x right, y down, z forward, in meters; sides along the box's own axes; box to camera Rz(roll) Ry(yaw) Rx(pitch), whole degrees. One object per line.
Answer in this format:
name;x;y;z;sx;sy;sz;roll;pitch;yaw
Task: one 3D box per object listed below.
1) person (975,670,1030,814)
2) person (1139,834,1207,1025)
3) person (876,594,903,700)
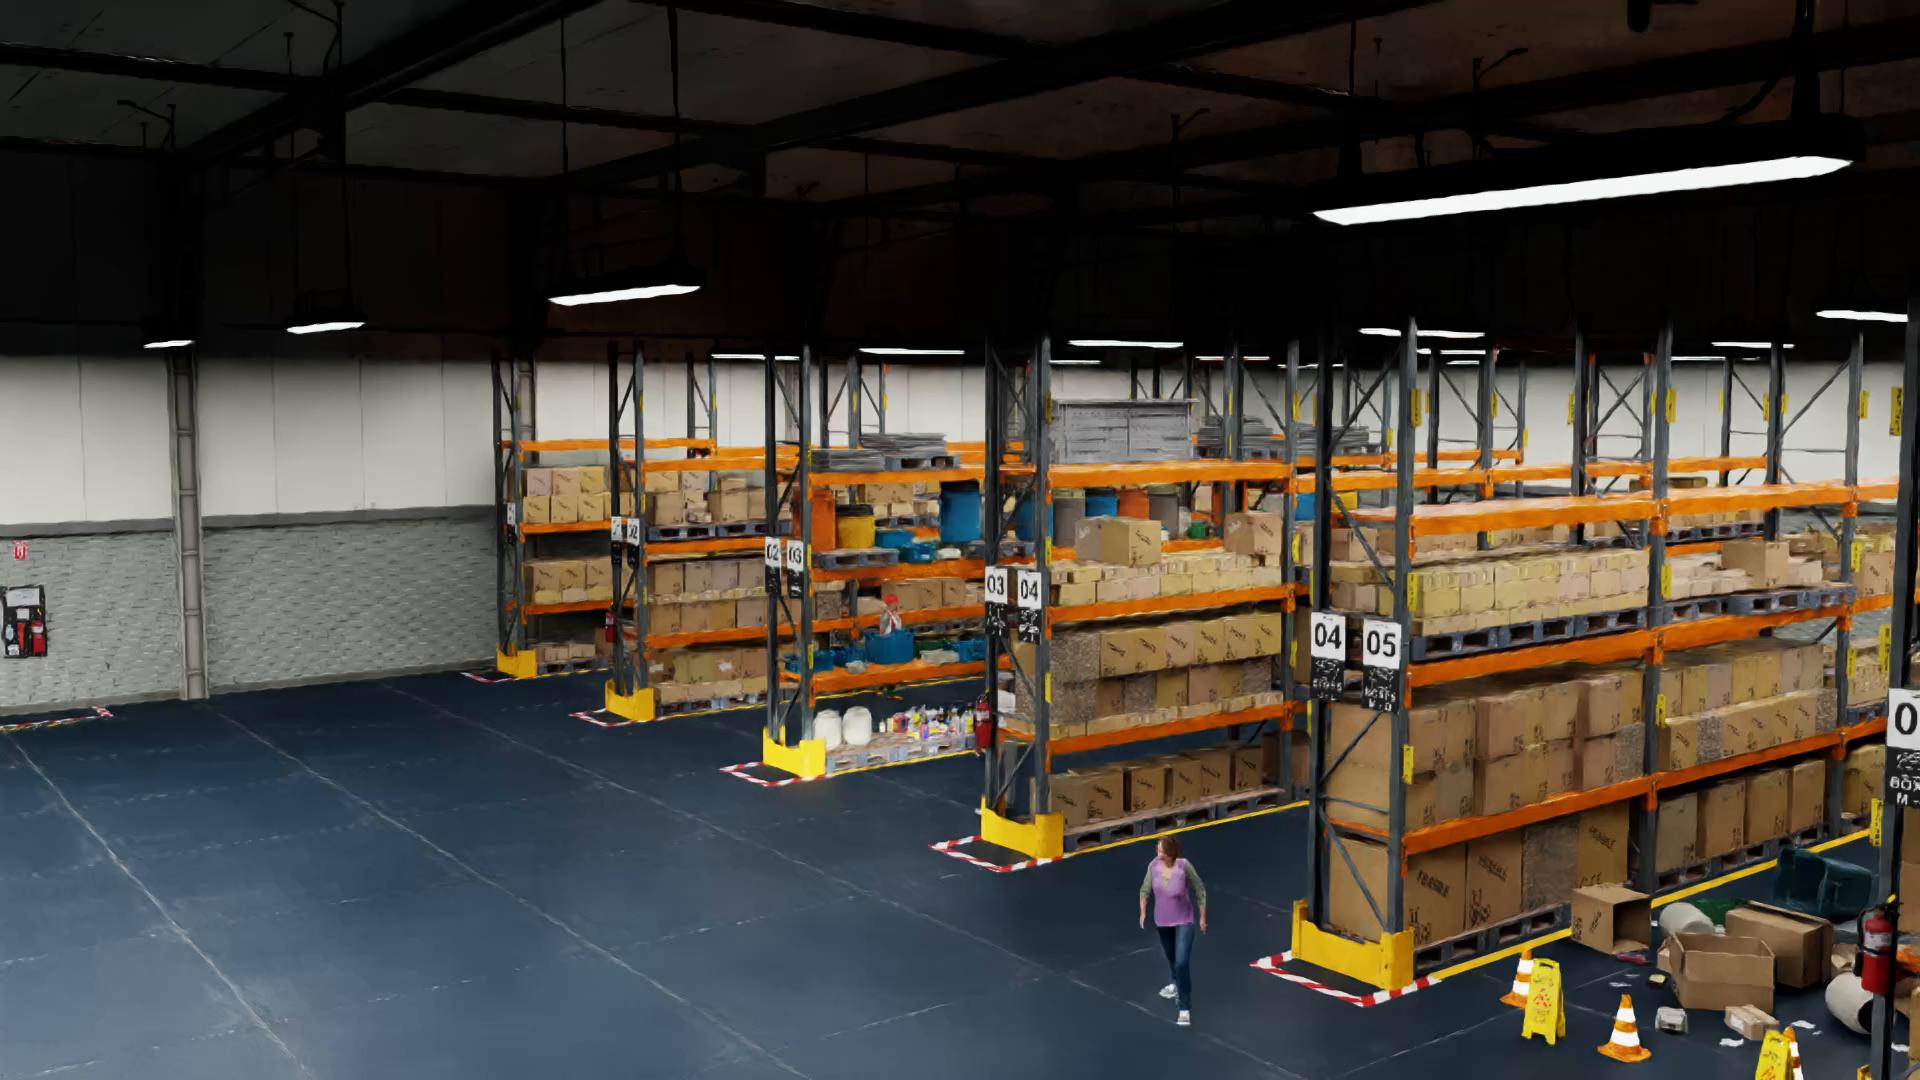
person;0.520;2.475;20.556;0.745;1.749;0.623;-1;5;-14
person;1.806;3.173;13.869;0.554;1.525;0.786;4;6;35
person;-1.179;1.808;28.056;0.444;1.786;0.598;3;6;28
